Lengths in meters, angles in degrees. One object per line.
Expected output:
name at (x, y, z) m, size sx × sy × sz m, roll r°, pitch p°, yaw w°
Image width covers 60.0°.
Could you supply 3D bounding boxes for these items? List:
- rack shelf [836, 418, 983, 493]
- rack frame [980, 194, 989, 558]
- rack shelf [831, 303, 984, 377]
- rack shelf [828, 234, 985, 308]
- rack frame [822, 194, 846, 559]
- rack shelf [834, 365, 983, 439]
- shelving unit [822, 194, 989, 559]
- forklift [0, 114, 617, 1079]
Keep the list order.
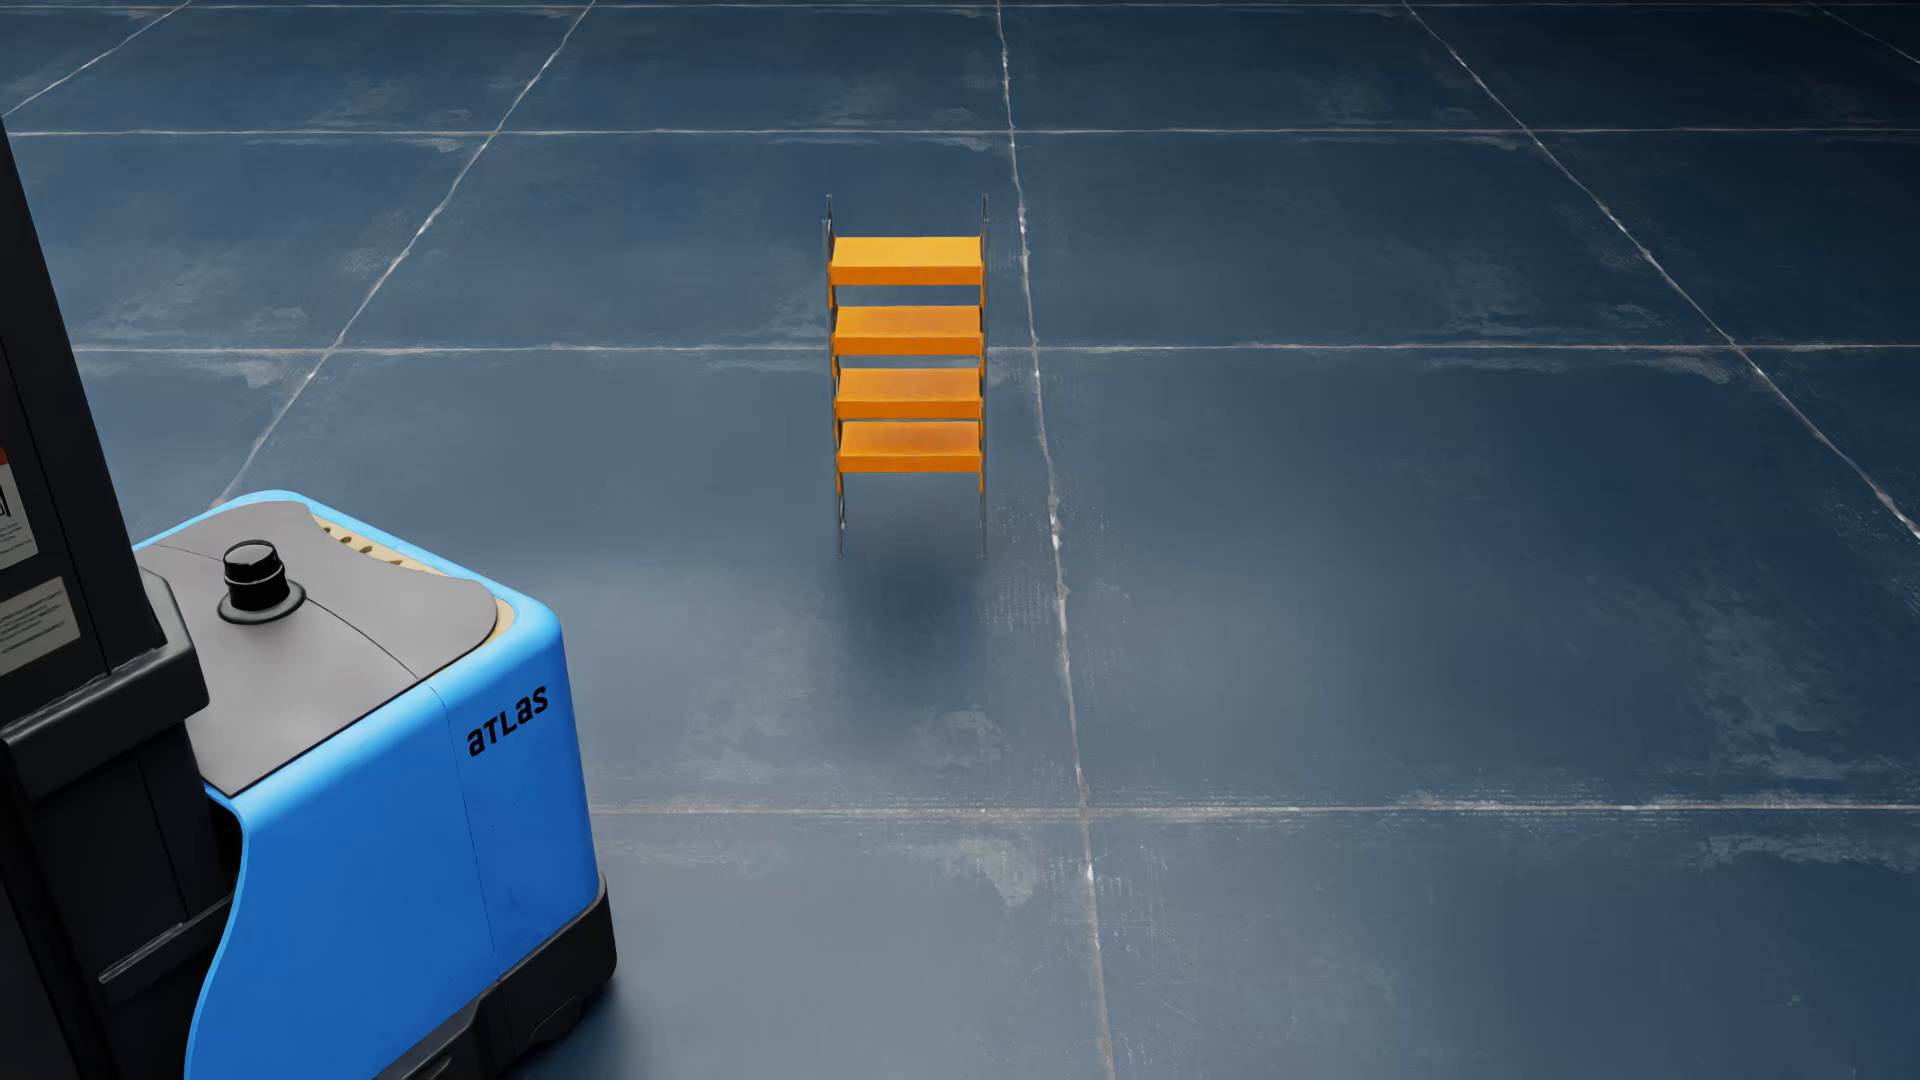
rack shelf at (-0.166, -0.285, 5.576) m, size 0.480 × 0.148 × 0.258 m, roll 0°, pitch 31°, yaw 0°
rack frame at (0.078, -0.513, 5.439) m, size 0.015 × 1.200 × 0.240 m, roll 0°, pitch 31°, yaw 0°
rack shelf at (-0.166, -0.646, 5.357) m, size 0.480 × 0.148 × 0.258 m, roll 0°, pitch 31°, yaw 0°
rack shelf at (-0.166, -0.848, 5.234) m, size 0.480 × 0.148 × 0.258 m, roll 0°, pitch 31°, yaw 0°
rack frame at (-0.410, -0.512, 5.437) m, size 0.015 × 1.200 × 0.240 m, roll 0°, pitch 31°, yaw 0°
rack shelf at (-0.166, -0.455, 5.473) m, size 0.480 × 0.148 × 0.258 m, roll 0°, pitch 31°, yaw 0°
shelving unit at (-0.166, -0.512, 5.438) m, size 0.503 × 1.200 × 0.258 m, roll 0°, pitch 31°, yaw 0°
forklift at (-2.067, 0.295, 2.438) m, size 1.130 × 2.935 × 3.031 m, roll 20°, pitch 36°, yaw 29°
